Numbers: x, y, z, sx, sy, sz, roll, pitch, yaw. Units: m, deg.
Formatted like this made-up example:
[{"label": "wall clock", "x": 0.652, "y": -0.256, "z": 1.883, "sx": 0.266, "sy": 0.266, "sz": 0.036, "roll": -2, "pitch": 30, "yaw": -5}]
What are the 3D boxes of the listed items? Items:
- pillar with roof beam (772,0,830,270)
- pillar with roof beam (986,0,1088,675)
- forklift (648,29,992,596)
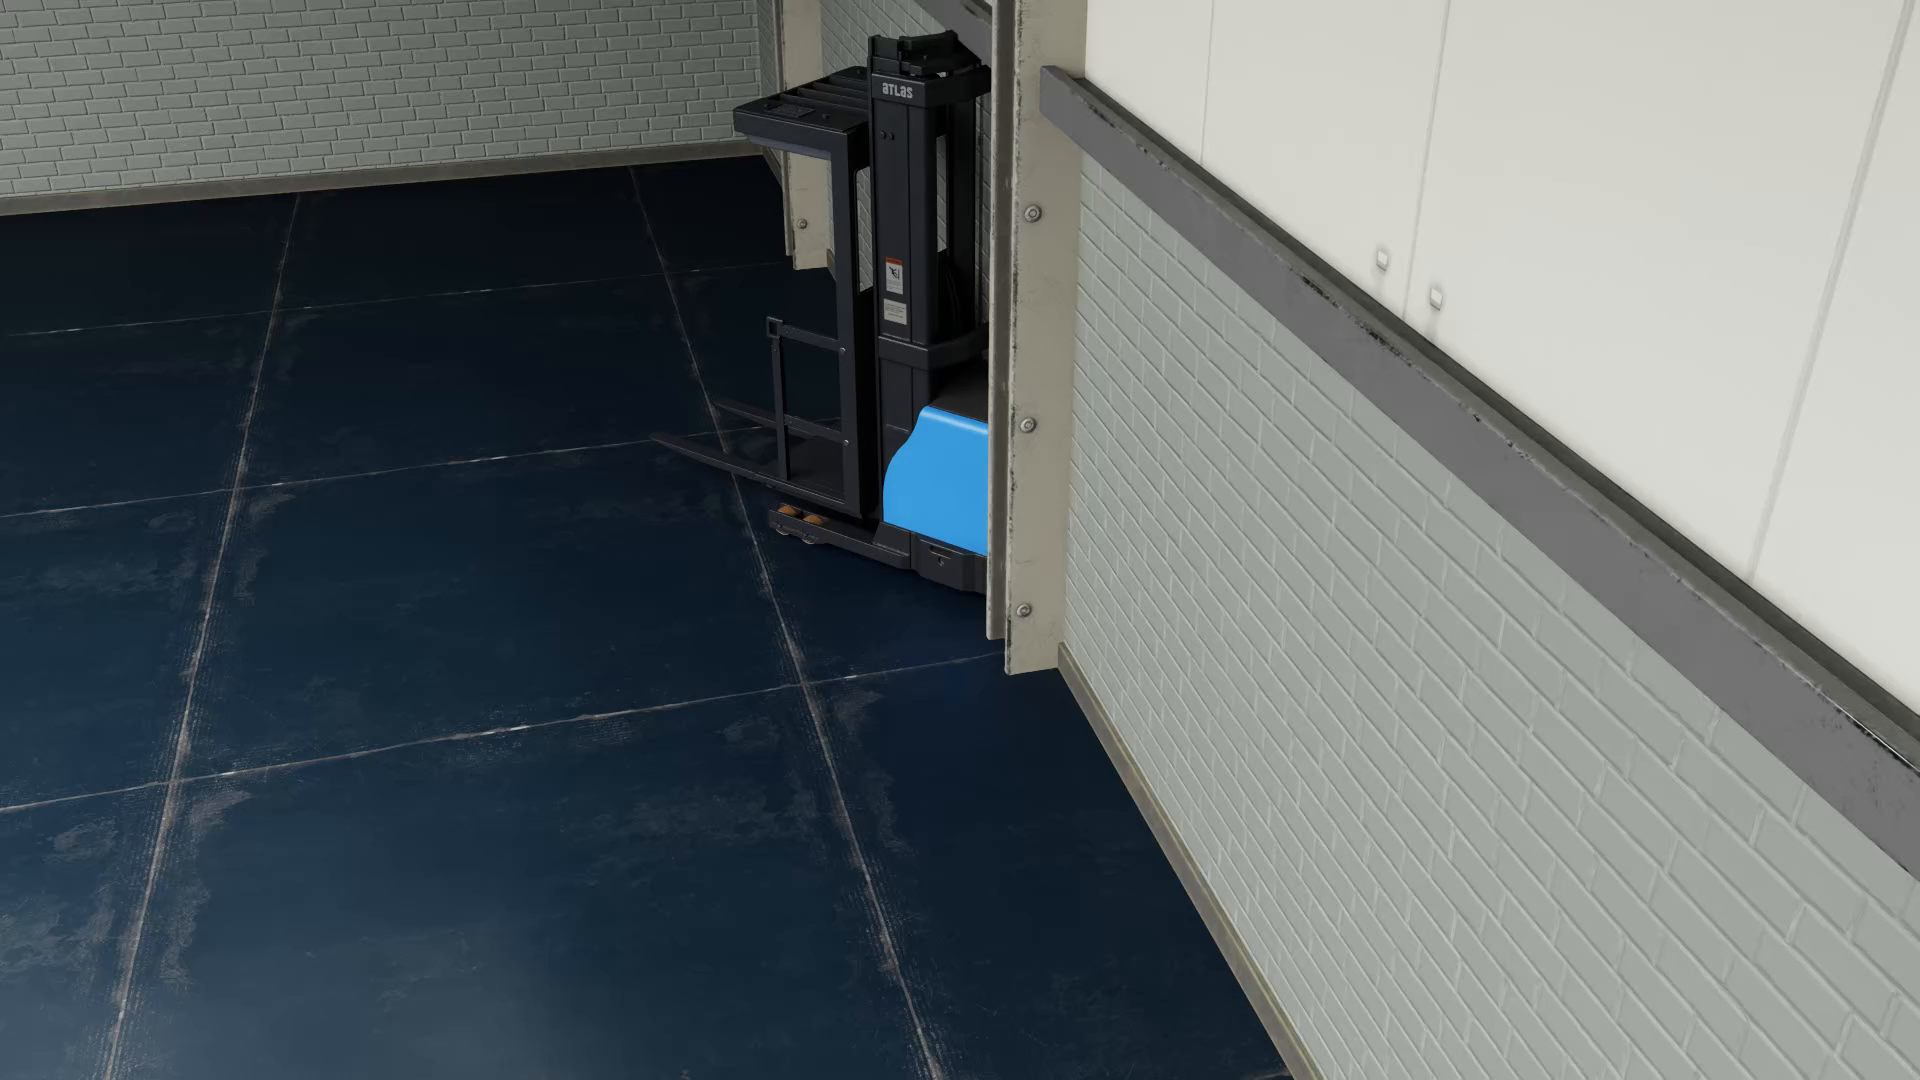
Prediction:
[{"label": "pillar with roof beam", "x": -5.403, "y": -5.641, "z": 10.514, "sx": 9.100, "sy": 9.000, "sz": 0.400, "roll": -8, "pitch": 31, "yaw": -13}, {"label": "pillar with roof beam", "x": -3.811, "y": -2.744, "z": 5.507, "sx": 9.100, "sy": 9.000, "sz": 0.400, "roll": -8, "pitch": 31, "yaw": -13}, {"label": "forklift", "x": -0.517, "y": -1.443, "z": 9.318, "sx": 3.031, "sy": 2.935, "sz": 1.130, "roll": 19, "pitch": 35, "yaw": 29}]
